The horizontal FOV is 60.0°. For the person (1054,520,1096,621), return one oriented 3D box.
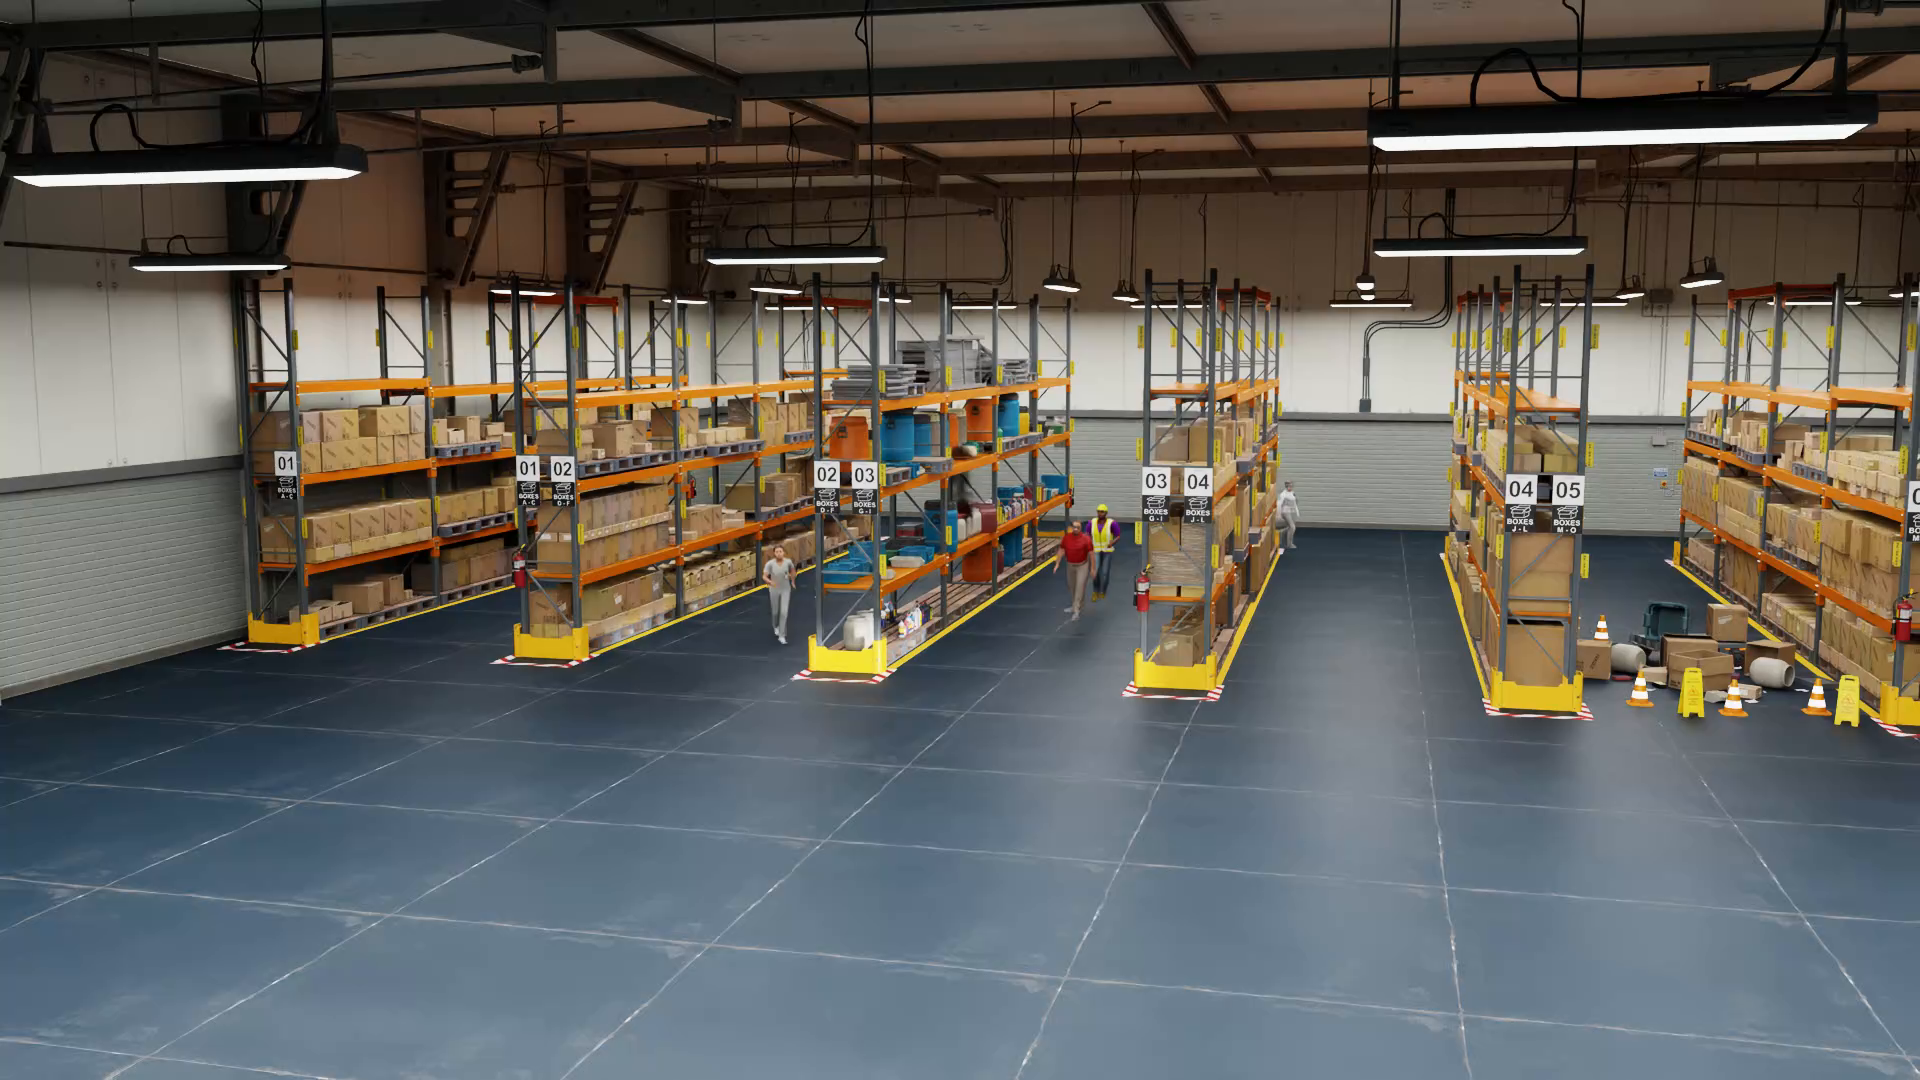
[{"bbox_3d":[1.970,0.475,28.331,0.712,1.679,0.900,5,8,34],"label":"person"}]

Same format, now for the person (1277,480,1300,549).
[{"bbox_3d":[7.852,-0.633,40.164,0.715,1.639,0.512,6,9,42],"label":"person"}]

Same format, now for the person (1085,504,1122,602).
[{"bbox_3d":[2.580,0.249,30.211,0.680,1.802,0.652,1,7,9],"label":"person"}]

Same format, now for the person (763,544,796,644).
[{"bbox_3d":[-3.025,0.865,27.788,0.553,1.637,0.911,-1,7,-9],"label":"person"}]
